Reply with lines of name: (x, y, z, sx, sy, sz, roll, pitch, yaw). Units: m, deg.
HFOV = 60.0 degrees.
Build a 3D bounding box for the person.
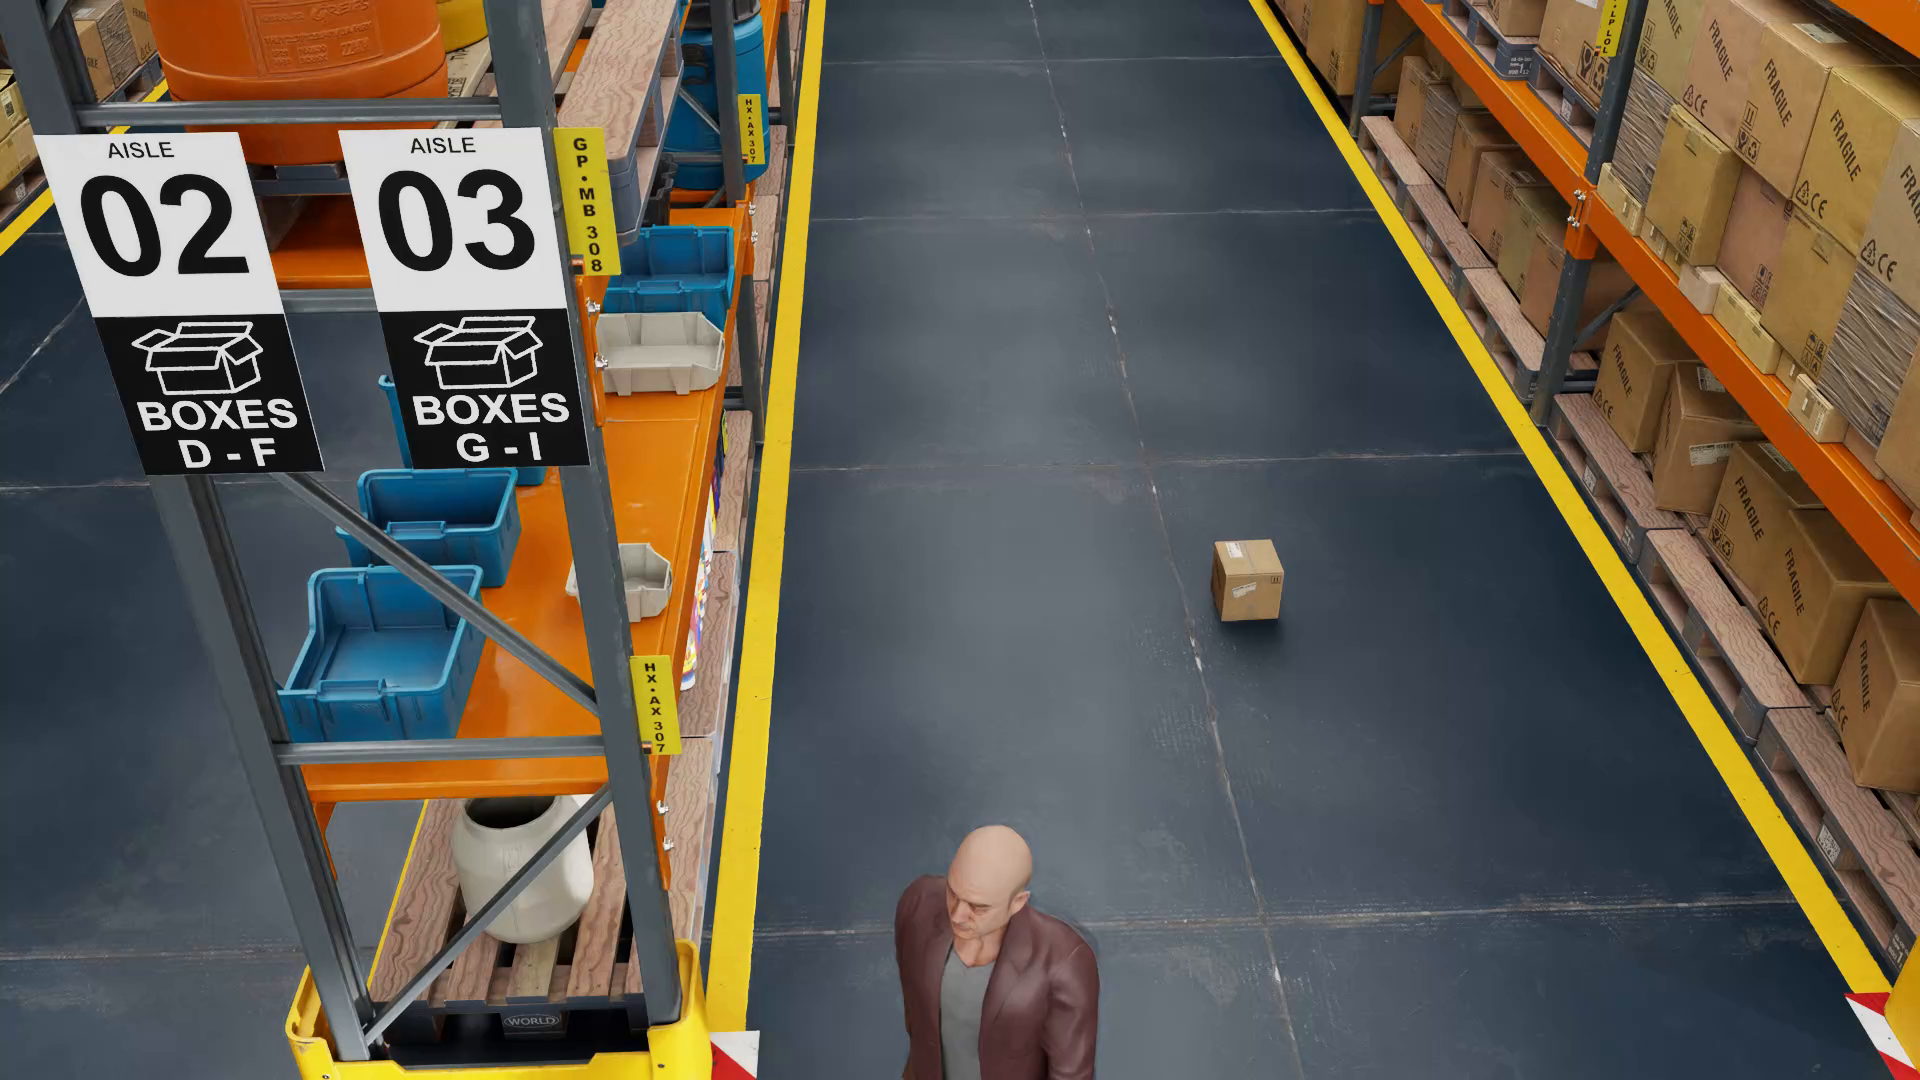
person: (0.021, 1.439, 4.051, 0.585, 1.733, 1.060, 13, 37, 18)
